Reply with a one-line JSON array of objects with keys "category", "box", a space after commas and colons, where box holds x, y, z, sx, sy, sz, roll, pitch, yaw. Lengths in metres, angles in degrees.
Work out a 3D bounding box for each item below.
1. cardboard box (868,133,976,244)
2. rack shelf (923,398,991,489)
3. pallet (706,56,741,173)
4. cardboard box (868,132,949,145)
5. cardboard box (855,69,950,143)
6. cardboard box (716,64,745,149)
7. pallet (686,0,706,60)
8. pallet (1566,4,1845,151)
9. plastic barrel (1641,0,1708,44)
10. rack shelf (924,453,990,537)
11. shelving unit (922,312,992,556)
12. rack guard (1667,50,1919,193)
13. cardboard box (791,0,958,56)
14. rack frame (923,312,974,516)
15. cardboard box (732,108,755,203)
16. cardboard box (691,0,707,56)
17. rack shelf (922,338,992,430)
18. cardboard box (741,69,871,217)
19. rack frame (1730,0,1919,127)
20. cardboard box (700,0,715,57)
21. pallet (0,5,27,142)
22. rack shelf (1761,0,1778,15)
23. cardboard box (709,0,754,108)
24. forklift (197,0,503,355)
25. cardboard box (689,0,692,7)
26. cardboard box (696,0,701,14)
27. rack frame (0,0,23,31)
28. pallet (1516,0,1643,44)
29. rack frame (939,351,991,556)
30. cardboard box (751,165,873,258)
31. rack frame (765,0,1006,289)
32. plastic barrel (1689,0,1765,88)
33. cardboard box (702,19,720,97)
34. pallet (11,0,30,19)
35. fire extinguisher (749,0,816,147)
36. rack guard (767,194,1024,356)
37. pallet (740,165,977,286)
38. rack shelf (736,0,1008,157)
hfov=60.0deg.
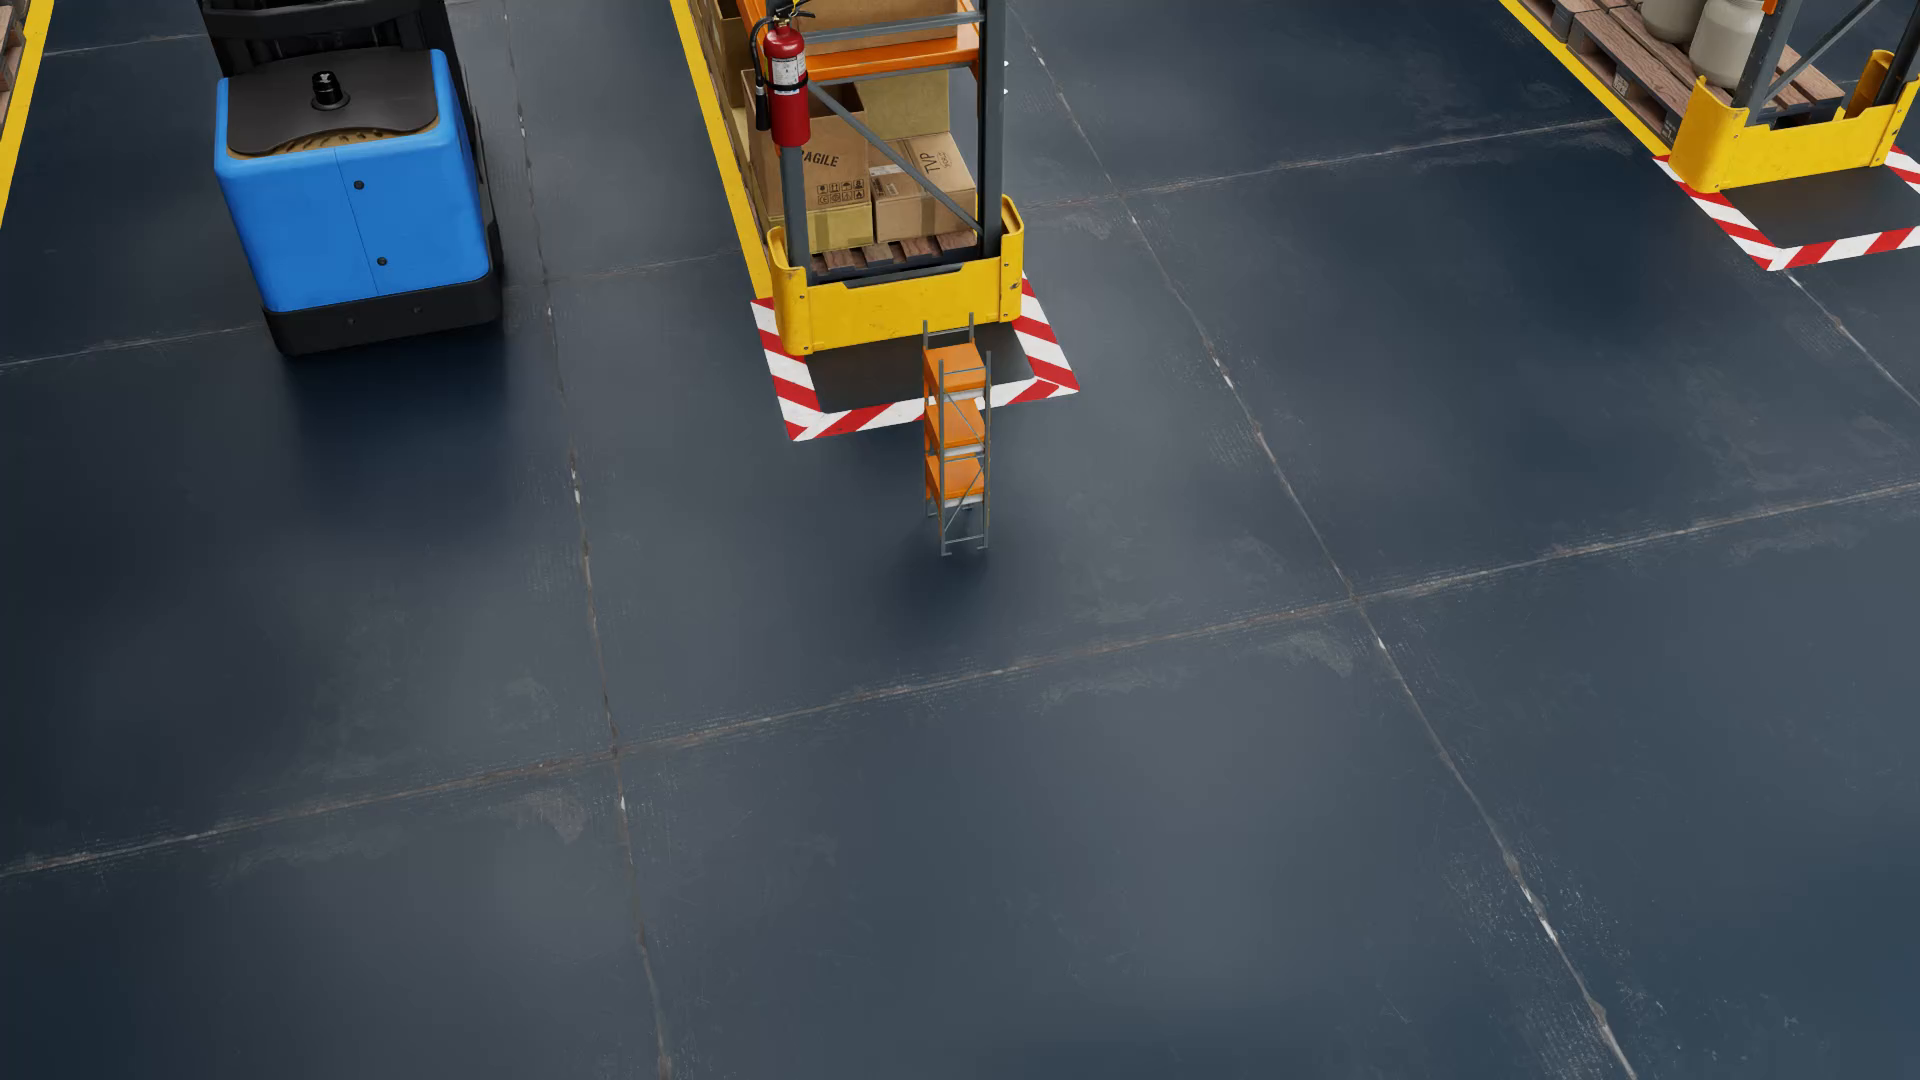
[{"category": "cardboard box", "box": [-0.226, -1.747, 8.244, 0.500, 0.250, 0.500, -11, 47, -10]}, {"category": "rack shelf", "box": [-0.014, -0.397, 6.670, 0.215, 0.259, 0.240, -11, 47, -10]}, {"category": "pallet", "box": [-0.849, -2.536, 9.339, 1.003, 0.211, 1.213, -11, 47, -10]}, {"category": "cardboard box", "box": [-0.357, -2.091, 8.581, 0.500, 0.250, 0.500, -11, 47, -10]}, {"category": "cardboard box", "box": [-0.356, -2.354, 8.314, 0.500, 0.500, 0.500, -11, 47, -10]}, {"category": "cardboard box", "box": [-0.996, -2.340, 8.825, 0.500, 0.250, 0.500, -11, 47, -10]}, {"category": "pallet", "box": [-1.165, -3.380, 10.166, 1.003, 0.211, 1.213, -11, 47, -10]}, {"category": "pallet", "box": [4.218, -2.684, 9.483, 1.003, 0.211, 1.213, -11, 47, -10]}, {"category": "plastic barrel", "box": [4.115, -3.117, 9.403, 0.421, 0.512, 0.421, 0, 46, 0]}, {"category": "rack shelf", "box": [-0.014, -0.202, 6.868, 0.215, 0.259, 0.240, -11, 47, -10]}, {"category": "shelving unit", "box": [-0.014, -0.404, 6.662, 0.215, 1.050, 0.252, -11, 47, -10]}, {"category": "rack guard", "box": [4.421, -2.223, 8.830, 1.175, 0.500, 0.348, -11, 47, -10]}, {"category": "cardboard box", "box": [-0.411, -2.511, 7.291, 0.700, 0.500, 0.500, -11, 47, -10]}, {"category": "rack frame", "box": [-0.045, -0.489, 6.745, 0.200, 1.050, 0.008, -11, 47, -10]}, {"category": "cardboard box", "box": [-0.866, -1.995, 8.487, 0.500, 0.250, 0.500, -11, 47, -10]}, {"category": "cardboard box", "box": [-1.256, -3.030, 9.501, 0.500, 0.250, 0.500, -11, 47, -10]}, {"category": "rack shelf", "box": [-0.014, -0.596, 6.467, 0.215, 0.259, 0.240, -11, 47, -10]}, {"category": "cardboard box", "box": [-0.729, -1.914, 7.883, 0.500, 0.500, 0.500, -11, 47, -10]}, {"category": "rack frame", "box": [4.486, -3.054, 7.894, 1.000, 3.000, 0.127, -11, 47, -10]}, {"category": "cardboard box", "box": [-1.126, -2.947, 8.895, 0.500, 0.500, 0.500, -11, 47, -10]}, {"category": "pallet", "box": [-5.909, -2.571, 9.373, 1.003, 0.211, 1.213, -11, 47, -10]}, {"category": "rack shelf", "box": [3.974, -4.183, 9.504, 1.077, 0.370, 4.000, -11, 47, -10]}, {"category": "cardboard box", "box": [-0.999, -2.602, 8.557, 0.500, 0.500, 0.500, -11, 47, -10]}, {"category": "forklift", "box": [-3.096, -2.960, 7.849, 1.130, 2.935, 3.031, -12, 47, -11]}, {"category": "cardboard box", "box": [-1.379, -3.376, 9.840, 0.500, 0.250, 0.500, -11, 47, -10]}, {"category": "cardboard box", "box": [-1.255, -3.292, 9.233, 0.500, 0.500, 0.500, -11, 47, -10]}, {"category": "rack frame", "box": [-6.115, -4.005, 8.825, 1.000, 3.000, 0.127, -11, 47, -10]}, {"category": "pallet", "box": [3.909, -3.525, 10.307, 1.003, 0.211, 1.213, -11, 47, -10]}, {"category": "rack frame", "box": [0.018, -0.320, 6.579, 0.200, 1.050, 0.008, -11, 47, -10]}, {"category": "cardboard box", "box": [-0.727, -1.652, 8.151, 0.500, 0.250, 0.500, -11, 47, -10]}, {"category": "rack frame", "box": [-0.304, -2.151, 7.009, 1.000, 3.000, 0.127, -11, 47, -10]}, {"category": "plastic barrel", "box": [4.243, -2.771, 9.064, 0.421, 0.512, 0.421, 0, 46, 0]}, {"category": "cardboard box", "box": [-1.122, -2.686, 9.164, 0.500, 0.250, 0.500, -11, 47, -10]}, {"category": "pallet", "box": [-6.316, -3.566, 10.348, 1.003, 0.211, 1.213, -11, 47, -10]}, {"category": "fire extinguisher", "box": [-0.722, -1.958, 6.873, 0.296, 0.674, 0.183, -11, 47, -10]}, {"category": "rack guard", "box": [-0.297, -1.260, 7.885, 1.175, 0.500, 0.348, -11, 47, -10]}, {"category": "pallet", "box": [-0.540, -1.696, 8.515, 1.003, 0.211, 1.213, -11, 47, -10]}, {"category": "rack shelf", "box": [-0.816, -3.280, 8.619, 1.077, 0.370, 4.000, -11, 47, -10]}]
